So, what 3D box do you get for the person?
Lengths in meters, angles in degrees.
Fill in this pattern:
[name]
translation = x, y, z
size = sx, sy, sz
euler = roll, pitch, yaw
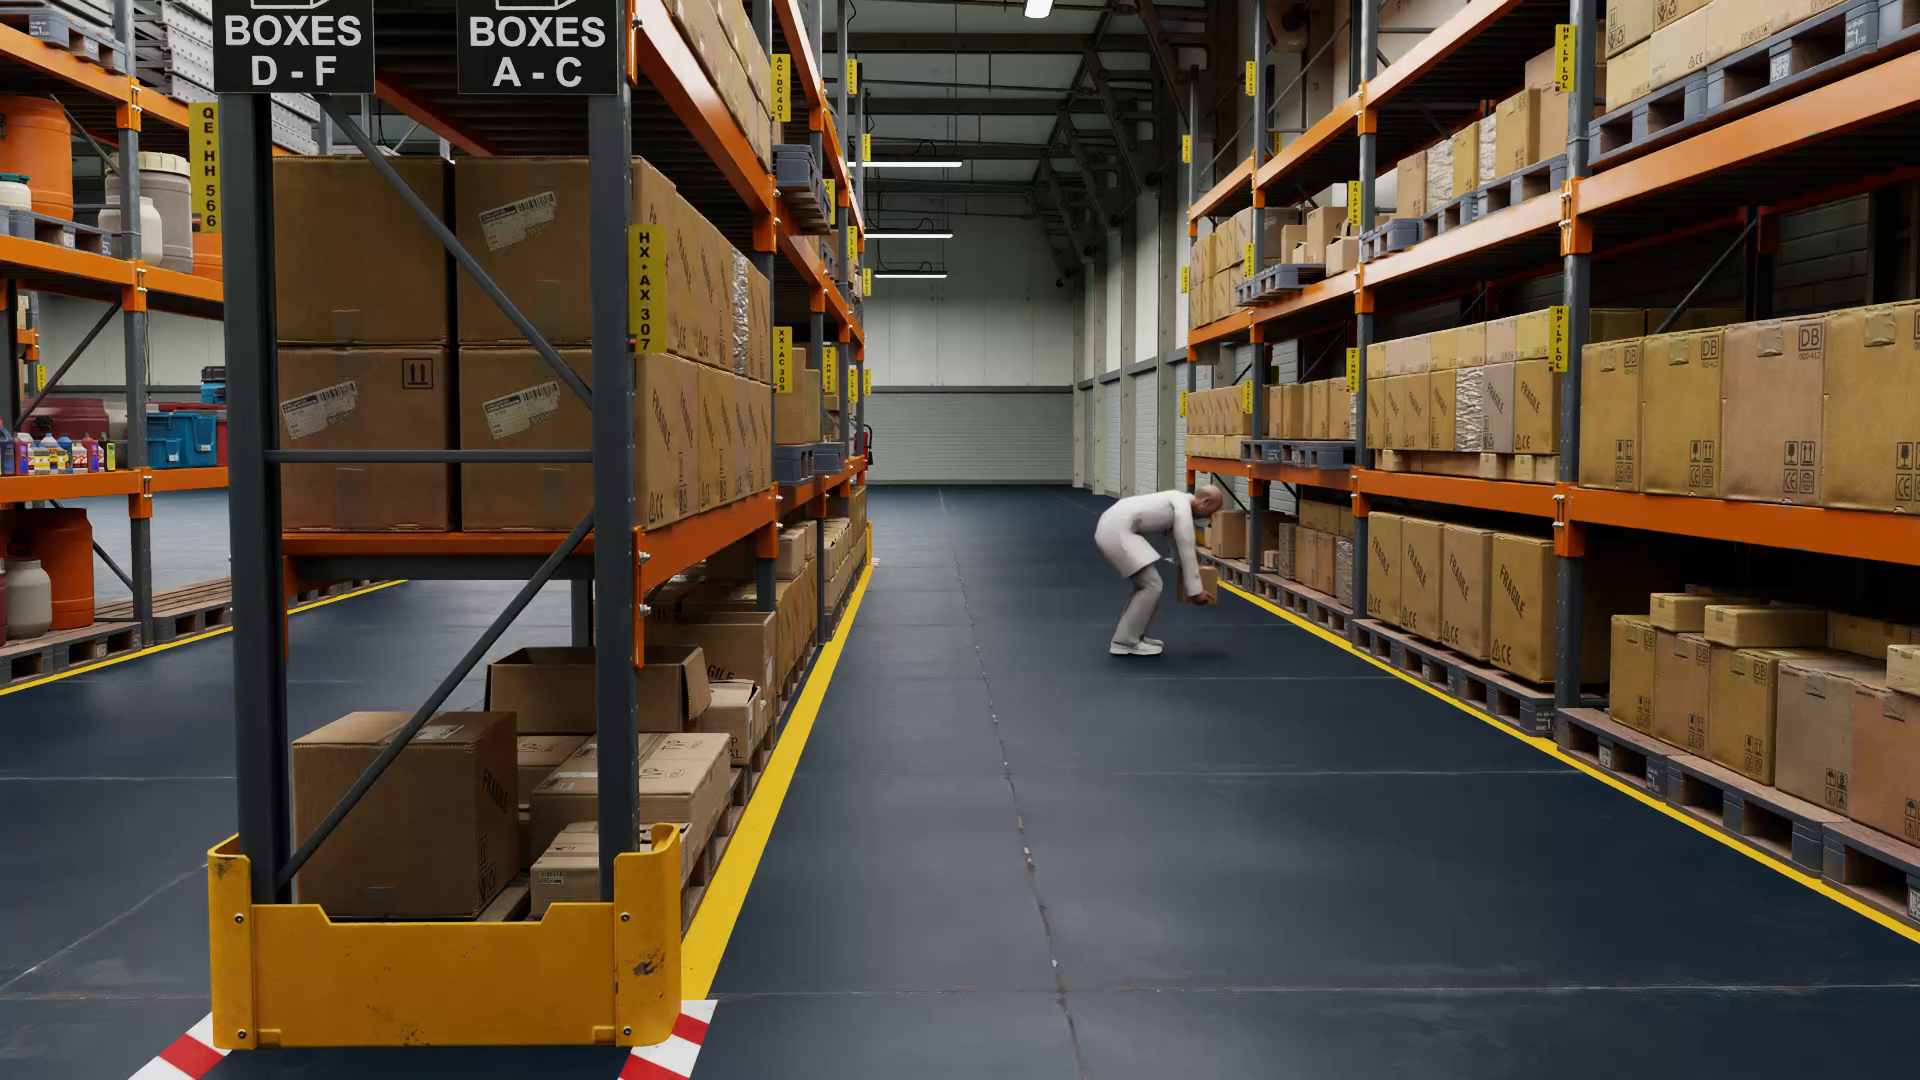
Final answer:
[person]
translation = 1.430, 0.208, 11.916
size = 0.926, 1.209, 0.571
euler = 0, 4, -4
